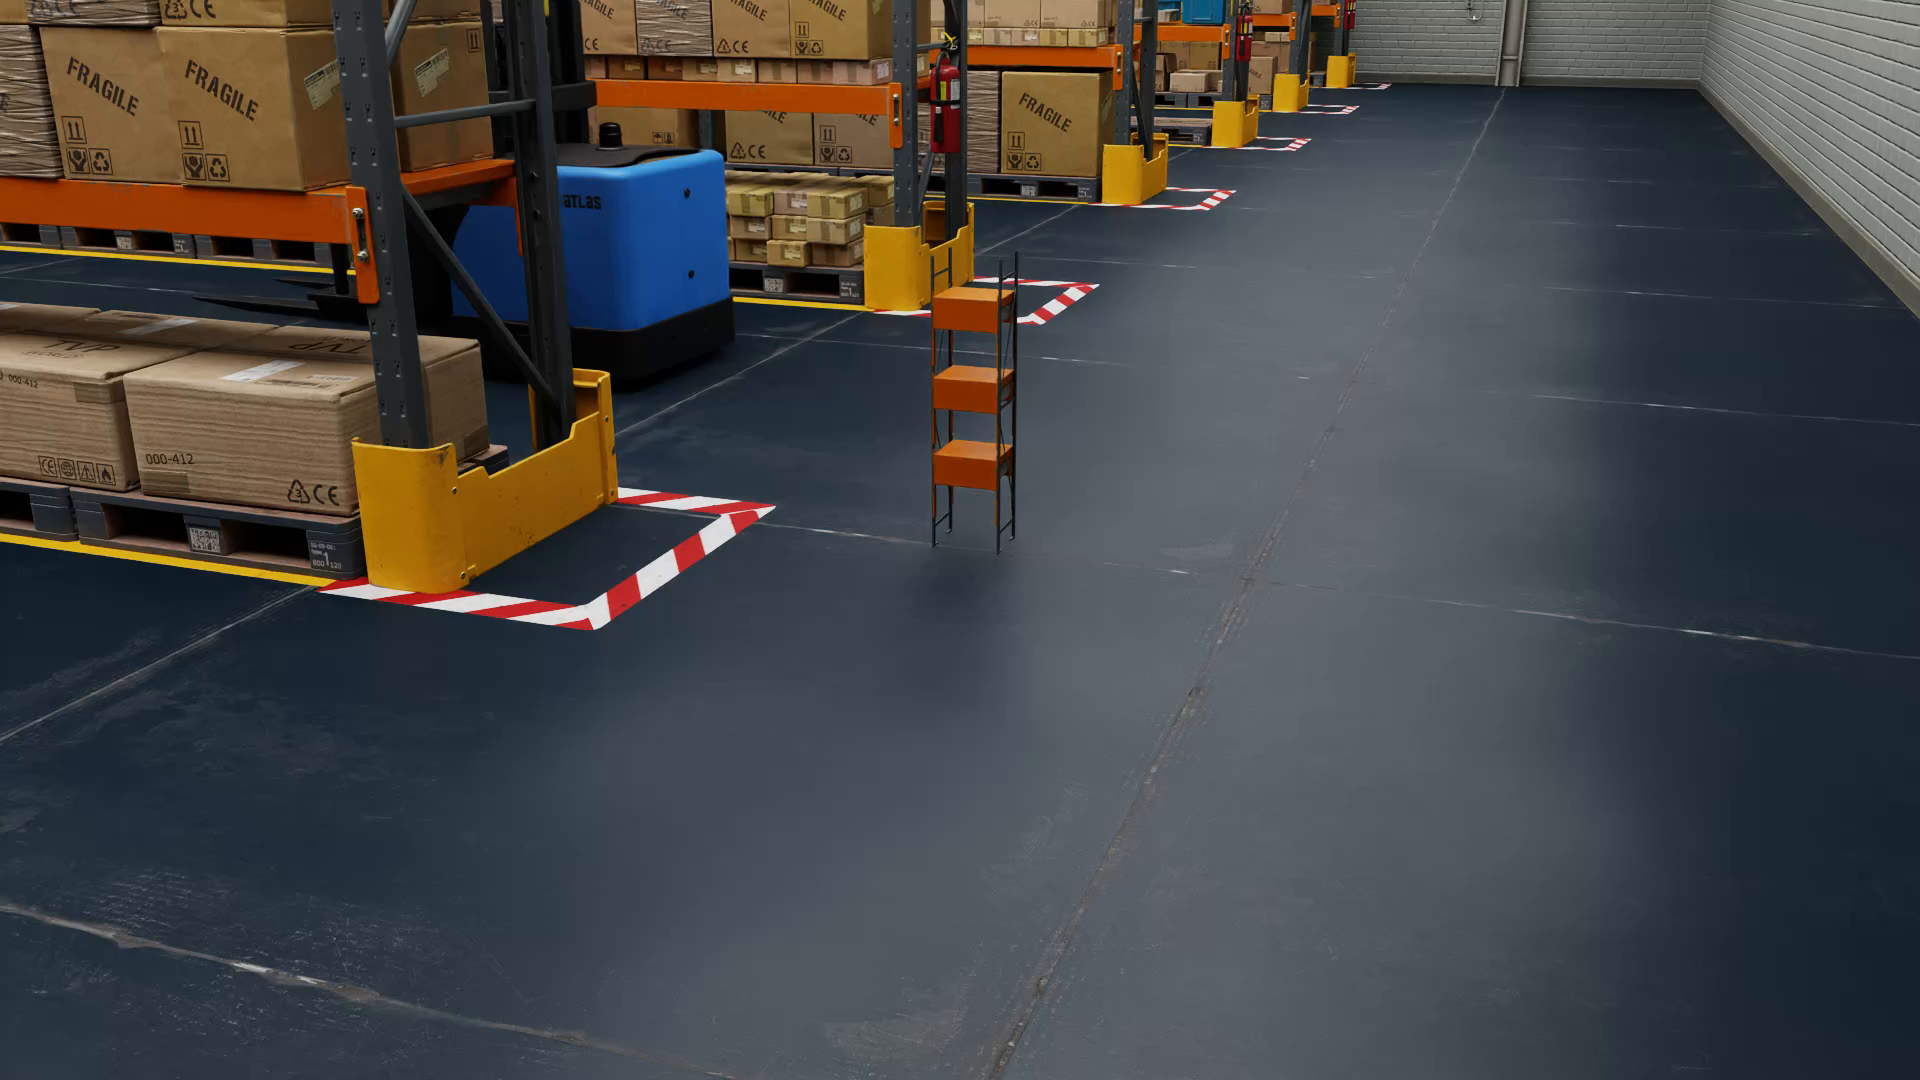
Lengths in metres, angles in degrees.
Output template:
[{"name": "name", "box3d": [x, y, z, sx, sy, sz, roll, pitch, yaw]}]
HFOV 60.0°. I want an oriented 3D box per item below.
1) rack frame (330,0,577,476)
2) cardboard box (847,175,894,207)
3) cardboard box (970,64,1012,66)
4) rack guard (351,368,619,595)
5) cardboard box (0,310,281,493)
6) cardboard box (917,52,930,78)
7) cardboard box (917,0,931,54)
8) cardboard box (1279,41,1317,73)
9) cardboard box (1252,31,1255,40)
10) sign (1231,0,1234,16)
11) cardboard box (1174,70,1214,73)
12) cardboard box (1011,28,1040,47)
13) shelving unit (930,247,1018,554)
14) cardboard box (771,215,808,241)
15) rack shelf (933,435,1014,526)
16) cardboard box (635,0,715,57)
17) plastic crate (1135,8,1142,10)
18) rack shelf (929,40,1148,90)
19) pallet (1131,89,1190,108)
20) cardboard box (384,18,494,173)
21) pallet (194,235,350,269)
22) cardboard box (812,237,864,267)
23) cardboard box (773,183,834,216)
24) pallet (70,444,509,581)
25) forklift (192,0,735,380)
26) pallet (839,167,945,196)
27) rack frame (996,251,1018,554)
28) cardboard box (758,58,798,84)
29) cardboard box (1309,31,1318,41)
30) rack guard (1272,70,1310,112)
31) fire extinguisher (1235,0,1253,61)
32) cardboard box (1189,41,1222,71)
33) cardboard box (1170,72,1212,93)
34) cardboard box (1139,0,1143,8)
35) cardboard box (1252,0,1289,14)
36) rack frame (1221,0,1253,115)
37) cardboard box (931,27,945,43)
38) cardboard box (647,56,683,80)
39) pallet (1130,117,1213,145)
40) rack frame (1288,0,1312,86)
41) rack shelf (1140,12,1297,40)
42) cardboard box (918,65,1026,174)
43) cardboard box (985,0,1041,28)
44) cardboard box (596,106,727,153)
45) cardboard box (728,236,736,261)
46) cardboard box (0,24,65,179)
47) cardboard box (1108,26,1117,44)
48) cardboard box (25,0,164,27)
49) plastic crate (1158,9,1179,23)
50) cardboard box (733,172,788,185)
[{"name": "rack frame", "box3d": [-1.702, -1.431, 5.624, 0.127, 3.000, 1.000, 7, 20, 18]}, {"name": "cardboard box", "box3d": [-0.557, -2.276, 10.839, 0.250, 0.149, 0.380, 6, 20, 16]}, {"name": "cardboard box", "box3d": [0.466, -7.016, 24.775, 0.500, 0.500, 0.500, 6, 20, 18]}, {"name": "rack guard", "box3d": [-1.680, -0.248, 6.028, 0.348, 0.500, 1.175, 7, 20, 18]}, {"name": "cardboard box", "box3d": [-3.226, -0.556, 6.368, 0.875, 0.438, 0.875, 7, 20, 20]}, {"name": "cardboard box", "box3d": [-0.372, -2.999, 10.505, 0.250, 0.149, 0.380, 6, 20, 18]}, {"name": "cardboard box", "box3d": [-0.507, -3.303, 10.391, 0.500, 0.500, 0.500, 8, 21, 21]}, {"name": "cardboard box", "box3d": [5.732, -8.195, 28.189, 0.500, 0.500, 0.700, 7, 20, 18]}, {"name": "cardboard box", "box3d": [4.960, -8.659, 28.534, 0.250, 0.149, 0.380, 7, 20, 19]}, {"name": "sign", "box3d": [3.010, -5.957, 18.359, 0.005, 0.325, 0.100, 7, 20, 18]}, {"name": "cardboard box", "box3d": [3.439, -6.756, 24.411, 0.500, 0.250, 0.500, 7, 20, 18]}, {"name": "cardboard box", "box3d": [0.621, -4.385, 14.480, 0.250, 0.149, 0.380, 7, 20, 18]}, {"name": "shelving unit", "box3d": [0.051, -0.490, 5.887, 0.252, 1.050, 0.215, 7, 20, 18]}, {"name": "cardboard box", "box3d": [-0.995, -1.987, 10.460, 0.250, 0.149, 0.380, 6, 20, 17]}, {"name": "rack shelf", "box3d": [0.051, -0.218, 5.982, 0.240, 0.259, 0.215, 7, 20, 18]}, {"name": "cardboard box", "box3d": [-1.649, -3.246, 10.228, 0.500, 0.500, 0.500, 7, 20, 18]}, {"name": "plastic crate", "box3d": [2.133, -6.219, 19.669, 0.298, 0.136, 0.250, 7, 20, 18]}, {"name": "rack shelf", "box3d": [-0.339, -4.389, 15.202, 4.000, 0.370, 1.077, 7, 20, 18]}, {"name": "pallet", "box3d": [2.830, -6.501, 24.407, 1.213, 0.211, 1.003, 7, 20, 18]}, {"name": "cardboard box", "box3d": [-2.062, -1.619, 6.013, 0.500, 0.500, 0.500, 6, 20, 18]}, {"name": "pallet", "box3d": [-4.688, -2.180, 12.009, 1.213, 0.211, 1.003, 7, 20, 18]}, {"name": "cardboard box", "box3d": [-0.739, -1.825, 10.448, 0.250, 0.149, 0.380, 7, 20, 19]}, {"name": "cardboard box", "box3d": [-0.975, -2.137, 10.440, 0.250, 0.149, 0.380, 7, 20, 19]}, {"name": "pallet", "box3d": [-2.483, -0.176, 6.261, 1.213, 0.211, 1.003, 7, 20, 18]}, {"name": "forklift", "box3d": [-2.774, -2.439, 8.620, 3.031, 2.935, 1.130, 8, 21, 22]}, {"name": "pallet", "box3d": [-0.380, -3.390, 15.481, 1.213, 0.211, 1.003, 7, 20, 18]}, {"name": "rack frame", "box3d": [0.166, -0.477, 5.849, 0.008, 1.050, 0.200, 7, 20, 18]}, {"name": "cardboard box", "box3d": [-1.039, -2.871, 10.136, 0.250, 0.149, 0.380, 6, 20, 18]}, {"name": "cardboard box", "box3d": [5.916, -8.550, 28.222, 0.250, 0.149, 0.380, 7, 20, 18]}, {"name": "rack guard", "box3d": [4.732, -6.420, 23.734, 0.348, 0.500, 1.175, 7, 20, 18]}, {"name": "fire extinguisher", "box3d": [3.169, -5.682, 18.504, 0.183, 0.674, 0.296, 7, 20, 18]}, {"name": "cardboard box", "box3d": [4.278, -8.359, 28.658, 0.500, 0.500, 0.700, 7, 20, 19]}, {"name": "cardboard box", "box3d": [3.322, -6.595, 23.949, 0.500, 0.250, 0.500, 7, 20, 18]}, {"name": "cardboard box", "box3d": [2.855, -7.768, 23.652, 0.500, 0.500, 0.500, 6, 20, 17]}, {"name": "cardboard box", "box3d": [4.292, -7.603, 23.179, 0.500, 0.500, 0.500, 7, 20, 20]}, {"name": "rack frame", "box3d": [3.175, -6.052, 18.882, 0.127, 3.000, 1.000, 7, 20, 18]}, {"name": "cardboard box", "box3d": [-0.105, -4.467, 14.717, 0.250, 0.149, 0.380, 7, 20, 18]}, {"name": "cardboard box", "box3d": [-1.762, -2.976, 10.439, 0.250, 0.149, 0.380, 6, 20, 16]}, {"name": "pallet", "box3d": [2.409, -4.837, 19.631, 1.213, 0.211, 1.003, 7, 20, 18]}, {"name": "rack frame", "box3d": [4.804, -7.592, 23.299, 0.127, 3.000, 1.000, 7, 20, 18]}, {"name": "rack shelf", "box3d": [2.915, -7.468, 24.037, 4.000, 0.370, 1.077, 7, 20, 18]}, {"name": "cardboard box", "box3d": [0.059, -3.850, 15.153, 0.875, 0.875, 0.875, 7, 20, 18]}, {"name": "cardboard box", "box3d": [0.526, -4.607, 14.511, 0.500, 0.250, 0.500, 6, 20, 17]}, {"name": "cardboard box", "box3d": [-2.840, -4.202, 16.164, 0.875, 0.875, 1.225, 7, 20, 18]}, {"name": "cardboard box", "box3d": [-1.474, -1.899, 10.661, 0.250, 0.149, 0.380, 7, 20, 19]}, {"name": "cardboard box", "box3d": [-3.203, -1.559, 5.841, 0.500, 0.500, 0.500, 7, 20, 20]}, {"name": "cardboard box", "box3d": [1.323, -4.535, 14.910, 0.250, 0.149, 0.380, 7, 20, 19]}, {"name": "cardboard box", "box3d": [-2.739, -1.976, 5.516, 0.500, 0.500, 0.500, 7, 20, 18]}, {"name": "plastic crate", "box3d": [2.345, -5.988, 19.007, 0.243, 0.136, 0.396, 7, 20, 18]}, {"name": "cardboard box", "box3d": [-1.314, -2.337, 11.012, 0.250, 0.149, 0.380, 6, 20, 15]}]
